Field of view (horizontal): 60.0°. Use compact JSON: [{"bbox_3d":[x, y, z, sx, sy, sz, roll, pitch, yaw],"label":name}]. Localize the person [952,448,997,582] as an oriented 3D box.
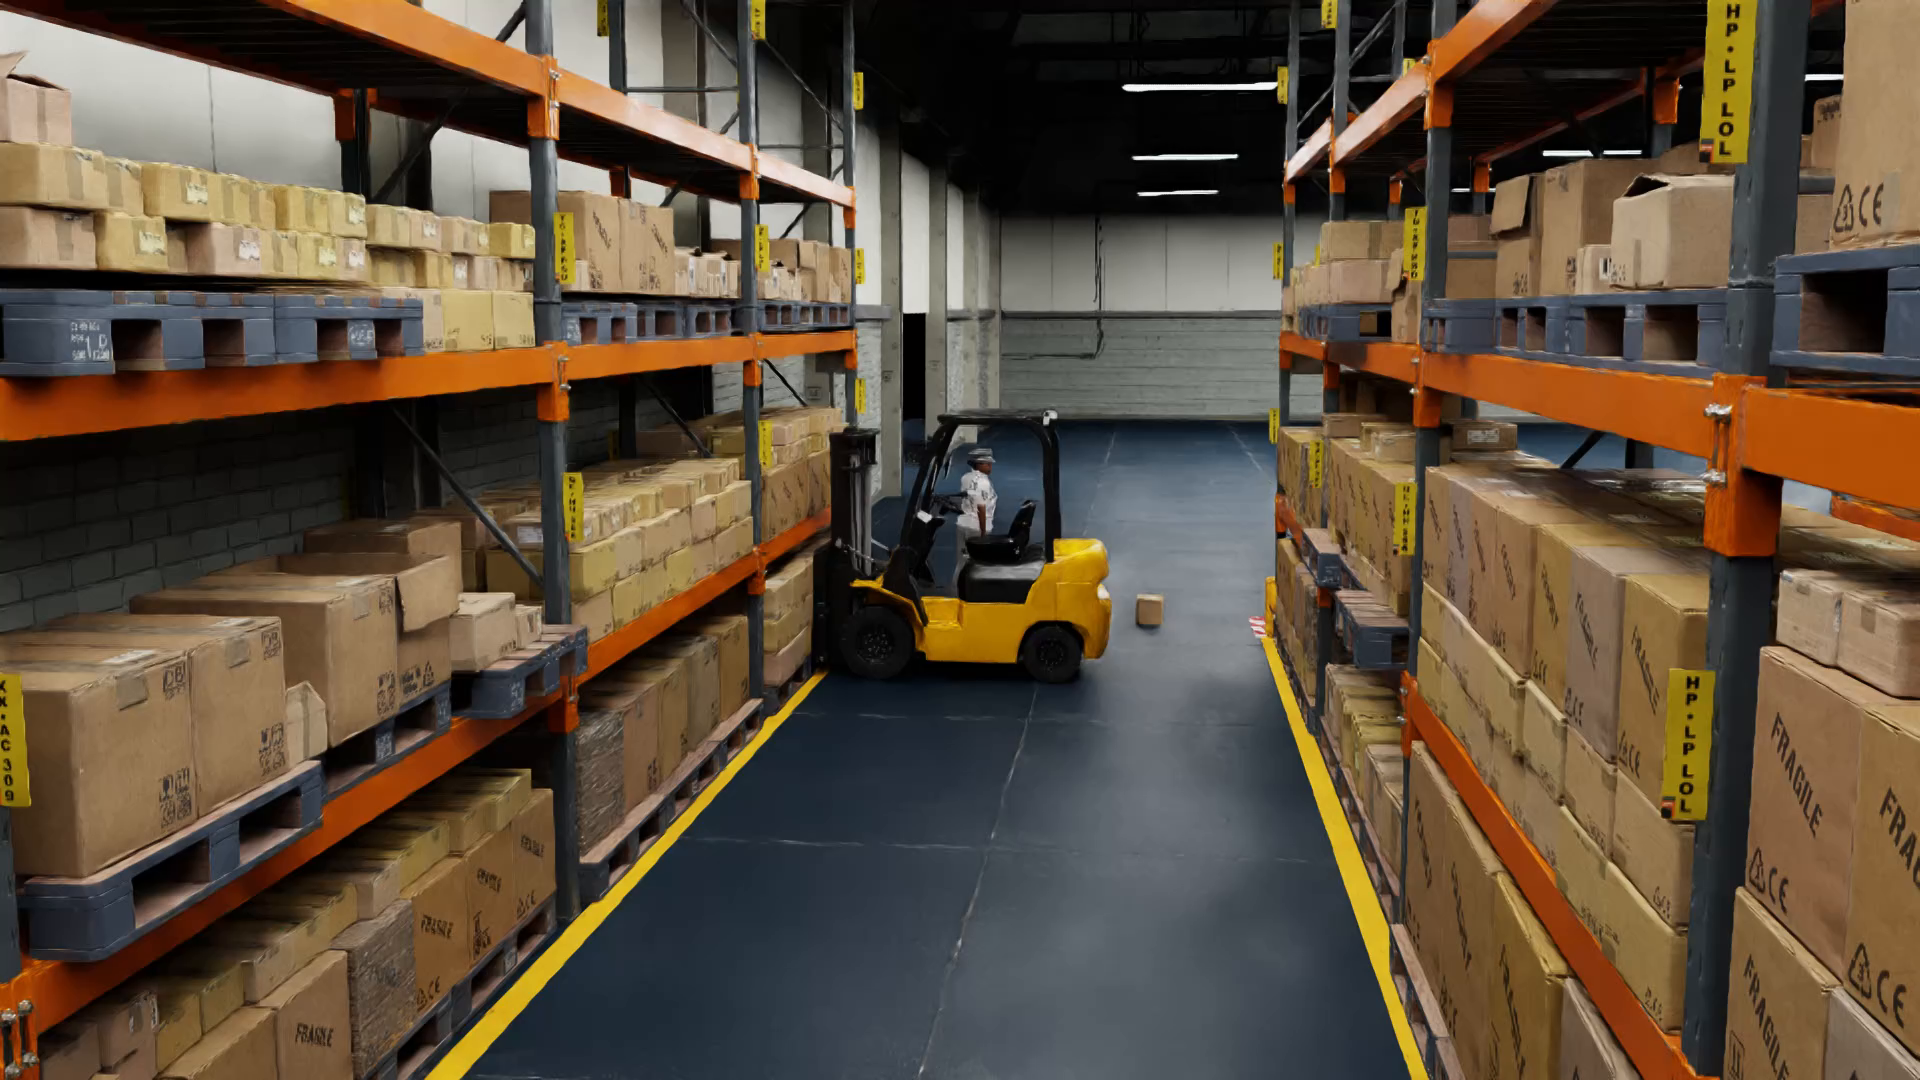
[{"bbox_3d":[0.135,-0.040,16.266,0.439,1.728,0.484,-5,9,-33],"label":"person"}]
